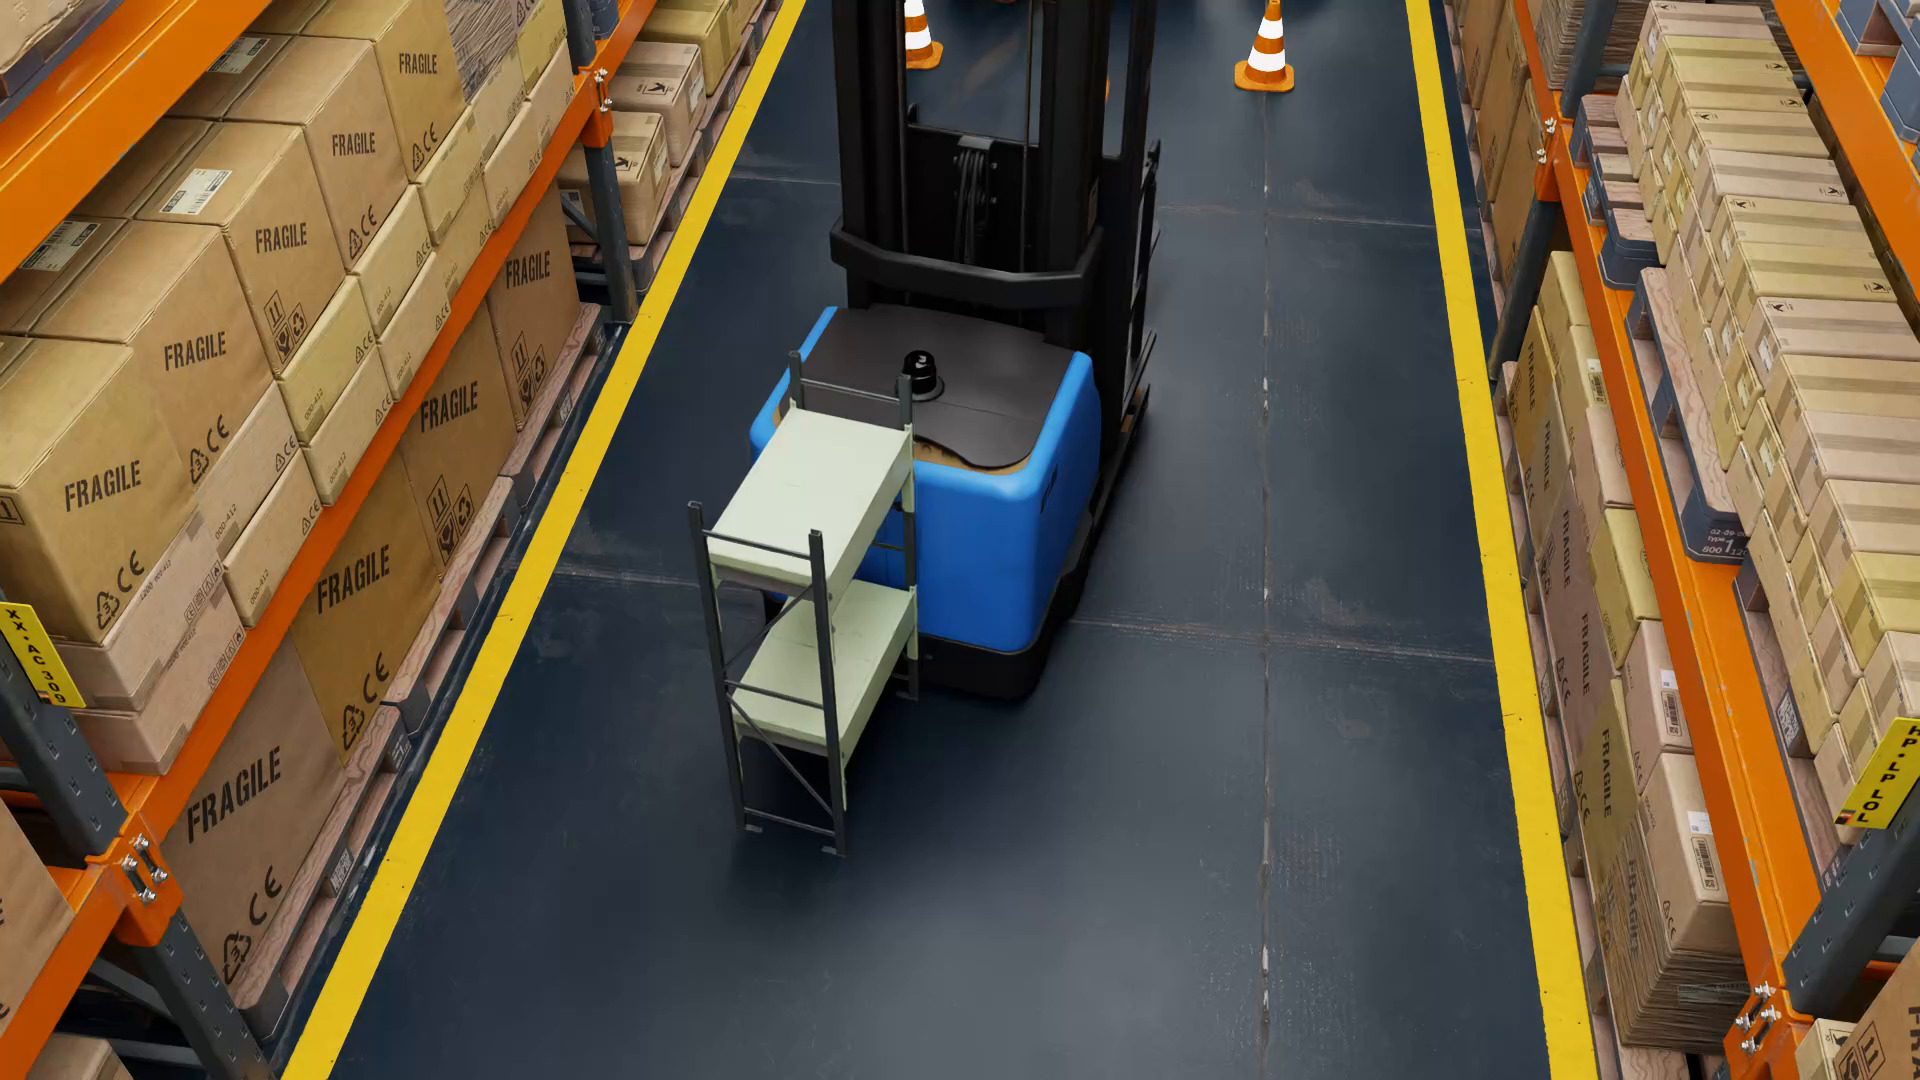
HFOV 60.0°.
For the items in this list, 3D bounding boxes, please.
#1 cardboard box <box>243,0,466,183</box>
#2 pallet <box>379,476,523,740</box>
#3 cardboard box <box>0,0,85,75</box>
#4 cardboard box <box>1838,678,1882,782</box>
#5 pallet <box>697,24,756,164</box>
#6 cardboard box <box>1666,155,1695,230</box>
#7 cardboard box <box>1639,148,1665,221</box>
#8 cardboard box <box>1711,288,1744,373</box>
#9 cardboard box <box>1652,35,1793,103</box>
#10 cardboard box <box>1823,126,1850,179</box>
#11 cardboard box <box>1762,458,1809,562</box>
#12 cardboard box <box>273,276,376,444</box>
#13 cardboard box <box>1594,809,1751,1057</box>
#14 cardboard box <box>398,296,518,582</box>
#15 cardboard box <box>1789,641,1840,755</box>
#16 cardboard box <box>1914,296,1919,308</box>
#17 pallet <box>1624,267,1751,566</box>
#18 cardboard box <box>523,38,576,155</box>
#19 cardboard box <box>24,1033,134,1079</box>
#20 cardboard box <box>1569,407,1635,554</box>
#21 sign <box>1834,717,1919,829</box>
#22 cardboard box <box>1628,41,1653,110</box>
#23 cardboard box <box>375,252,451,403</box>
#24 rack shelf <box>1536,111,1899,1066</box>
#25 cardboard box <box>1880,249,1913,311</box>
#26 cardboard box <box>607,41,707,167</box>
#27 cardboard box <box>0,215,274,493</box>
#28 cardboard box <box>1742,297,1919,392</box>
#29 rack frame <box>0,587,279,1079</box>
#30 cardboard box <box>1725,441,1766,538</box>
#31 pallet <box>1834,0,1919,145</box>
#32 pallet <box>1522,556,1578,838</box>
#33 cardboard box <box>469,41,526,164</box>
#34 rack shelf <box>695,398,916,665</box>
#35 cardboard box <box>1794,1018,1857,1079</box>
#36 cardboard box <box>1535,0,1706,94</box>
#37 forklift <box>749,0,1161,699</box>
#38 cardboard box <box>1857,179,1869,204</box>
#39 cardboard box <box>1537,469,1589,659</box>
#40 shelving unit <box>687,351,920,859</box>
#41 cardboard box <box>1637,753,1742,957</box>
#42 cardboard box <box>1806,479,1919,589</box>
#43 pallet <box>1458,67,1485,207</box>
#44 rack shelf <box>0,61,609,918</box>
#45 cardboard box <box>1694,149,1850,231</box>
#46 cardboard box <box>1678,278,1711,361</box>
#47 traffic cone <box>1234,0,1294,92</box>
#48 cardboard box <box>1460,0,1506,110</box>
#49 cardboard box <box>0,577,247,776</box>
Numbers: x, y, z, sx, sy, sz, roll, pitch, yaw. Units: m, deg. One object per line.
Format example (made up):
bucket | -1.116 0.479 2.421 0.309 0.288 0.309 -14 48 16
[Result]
cardboard box | -1.968 -1.515 5.369 0.500 0.500 0.500 5 44 6
pallet | -2.370 0.192 6.394 1.003 0.211 1.213 5 44 6
cardboard box | -2.152 -1.307 3.389 0.500 0.500 0.500 5 44 5
cardboard box | 2.221 0.468 3.735 0.380 0.149 0.250 6 44 7
pallet | -1.759 -2.529 9.268 1.003 0.211 1.213 5 44 6
cardboard box | 2.531 -1.118 5.410 0.380 0.149 0.250 5 44 6
cardboard box | 2.563 -1.207 5.721 0.380 0.149 0.250 7 44 8
cardboard box | 2.429 -0.595 4.858 0.380 0.149 0.250 7 44 7
cardboard box | 2.607 -1.596 5.698 0.380 0.149 0.250 4 44 4
cardboard box | 3.249 -1.314 5.833 0.380 0.149 0.250 5 44 5
cardboard box | 2.322 -0.067 4.300 0.380 0.149 0.250 4 44 4
cardboard box | -2.084 -0.555 4.900 0.500 0.250 0.500 6 44 6
cardboard box | 2.212 1.155 4.862 0.500 0.500 0.500 4 44 5
cardboard box | -2.323 -0.491 6.327 0.875 0.875 0.875 6 44 6
cardboard box | 2.254 0.400 4.024 0.380 0.149 0.250 5 44 6
cardboard box | 3.110 -0.711 4.980 0.380 0.149 0.250 6 44 7
pallet | 2.672 -0.377 5.106 1.003 0.211 1.213 5 44 6
cardboard box | -1.837 -1.758 6.534 0.500 0.250 0.500 4 44 4
cardboard box | -2.745 1.742 4.287 0.875 0.438 0.875 5 44 5
cardboard box | 2.417 -0.187 5.733 0.500 0.250 0.500 6 44 6
sign | 1.813 0.458 3.242 0.100 0.325 0.005 5 44 6
cardboard box | 2.630 -1.658 5.980 0.380 0.149 0.250 7 44 7
cardboard box | -2.010 -0.716 5.434 0.500 0.250 0.500 5 44 5
rack shelf | 2.628 -0.175 5.276 1.077 0.370 4.000 5 44 6
cardboard box | 3.144 -0.785 5.275 0.380 0.149 0.250 3 44 4
cardboard box | -1.853 -2.267 8.568 0.950 0.372 0.625 4 44 5
cardboard box | -2.173 -0.477 4.272 0.500 0.500 0.500 5 44 5
cardboard box | 2.397 -0.530 4.573 0.380 0.149 0.250 3 44 4
rack frame | -2.559 0.545 3.992 0.949 2.616 0.053 5 44 6
cardboard box | 2.353 -0.131 4.584 0.380 0.149 0.250 4 44 4
pallet | 2.685 -1.212 3.804 1.213 0.211 1.003 5 44 6
pallet | 2.624 0.575 5.989 1.003 0.211 1.213 5 44 6
cardboard box | -1.903 -1.605 6.008 0.500 0.250 0.500 4 44 4
rack shelf | -0.457 -0.040 5.132 0.431 0.370 0.720 13 45 13
cardboard box | 2.002 1.181 3.504 0.380 0.149 0.250 7 44 7
cardboard box | 2.686 -2.167 6.784 0.500 0.500 0.500 5 44 6
forklift | 0.195 -1.518 6.221 1.130 2.935 3.031 12 45 12
cardboard box | 3.213 -1.229 5.527 0.380 0.149 0.250 6 44 7
cardboard box | 2.420 0.108 5.967 0.500 0.500 0.500 4 44 4
shelving unit | -0.457 0.242 5.401 0.431 1.500 0.755 13 45 13
cardboard box | 2.212 0.879 4.607 0.500 0.250 0.500 4 44 4
cardboard box | 2.294 -0.001 4.014 0.380 0.149 0.250 4 44 4
pallet | 3.235 -2.146 8.863 1.003 0.211 1.213 5 44 6
rack shelf | -2.292 -0.556 5.679 1.077 0.370 4.000 5 44 6
cardboard box | 2.500 -1.064 5.137 0.380 0.149 0.250 7 44 7
cardboard box | 2.460 -0.670 5.153 0.380 0.149 0.250 6 44 6
traffic cone | 1.748 -2.828 9.400 0.336 0.463 0.334 5 44 6
cardboard box | 3.297 -2.773 8.827 1.050 0.750 0.750 5 44 6
cardboard box | -2.236 0.324 4.335 0.500 0.250 0.500 4 44 5
